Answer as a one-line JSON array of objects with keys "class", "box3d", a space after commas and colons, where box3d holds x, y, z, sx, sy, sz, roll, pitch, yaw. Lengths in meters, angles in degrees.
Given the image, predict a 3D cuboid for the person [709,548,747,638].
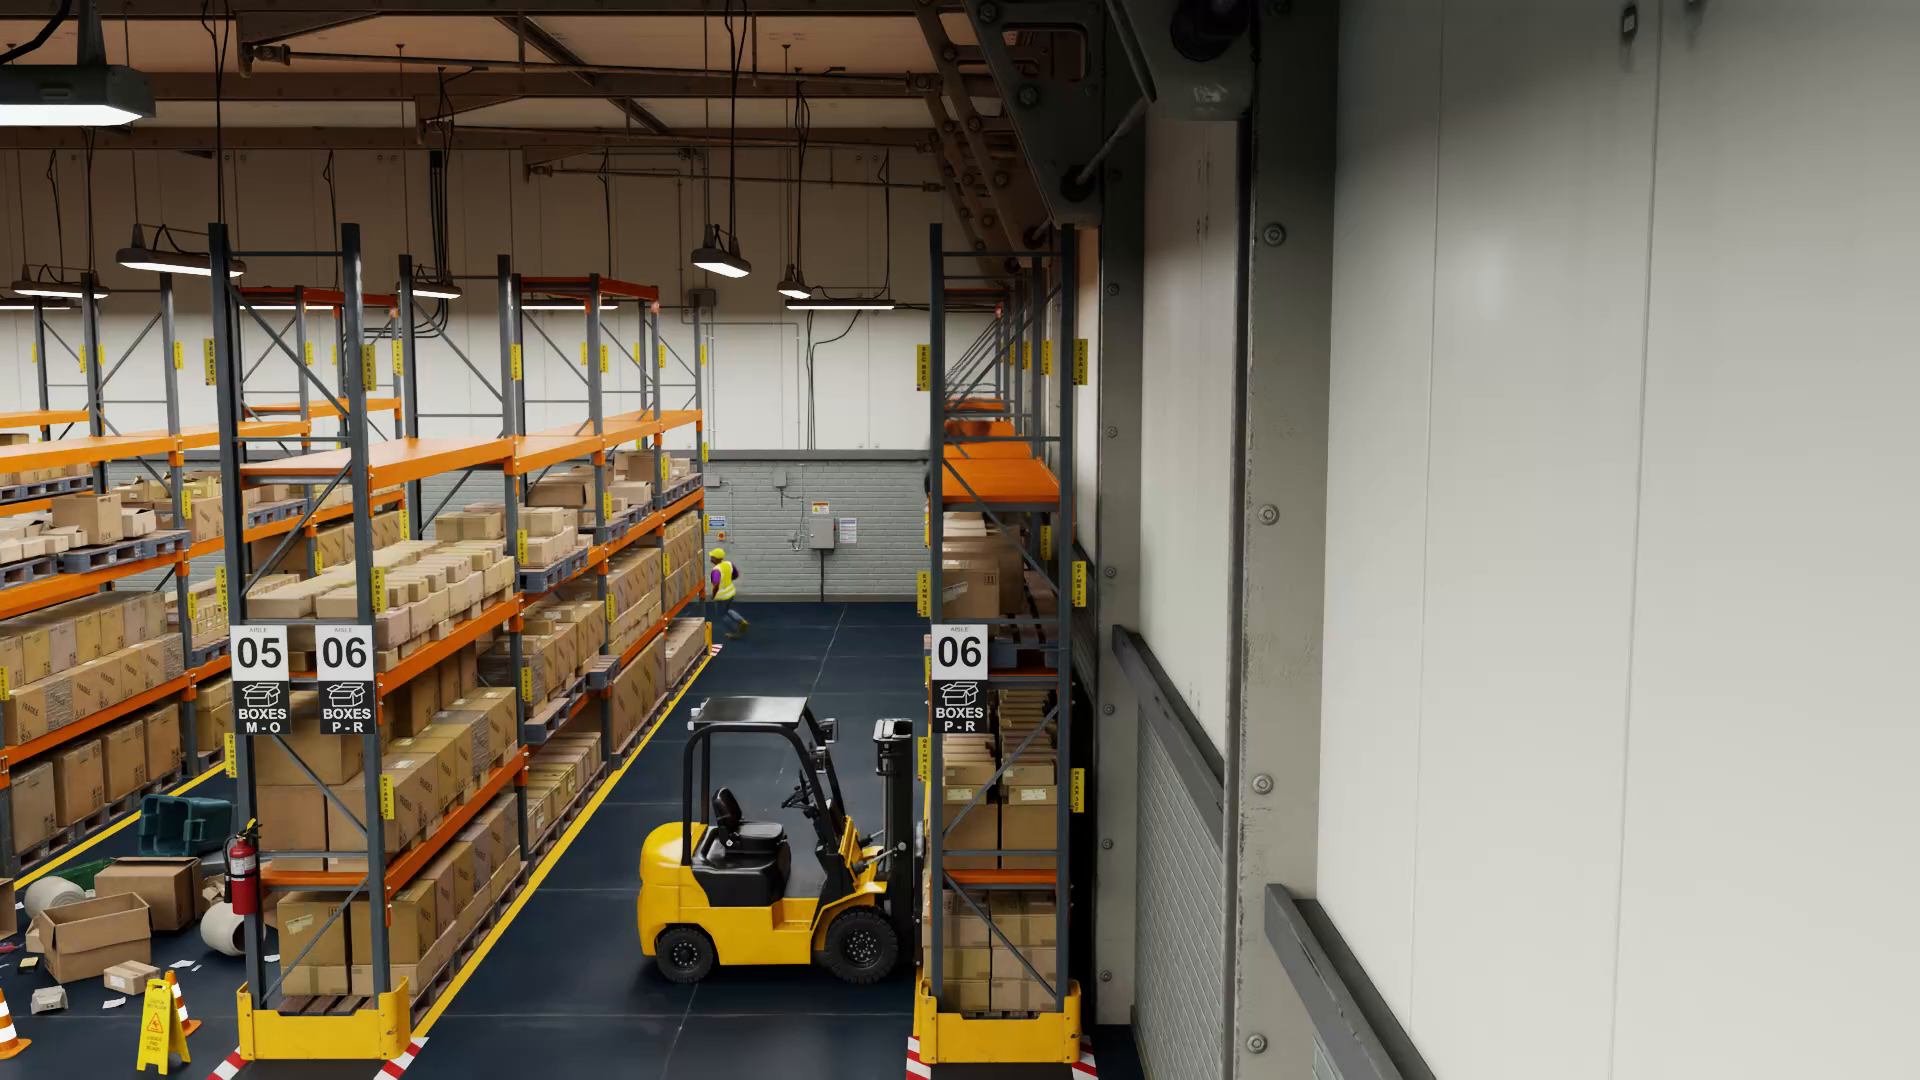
[{"class": "person", "box3d": [-4.135, 0.955, 29.192, 0.564, 1.652, 0.760, 4, 8, 31]}]
